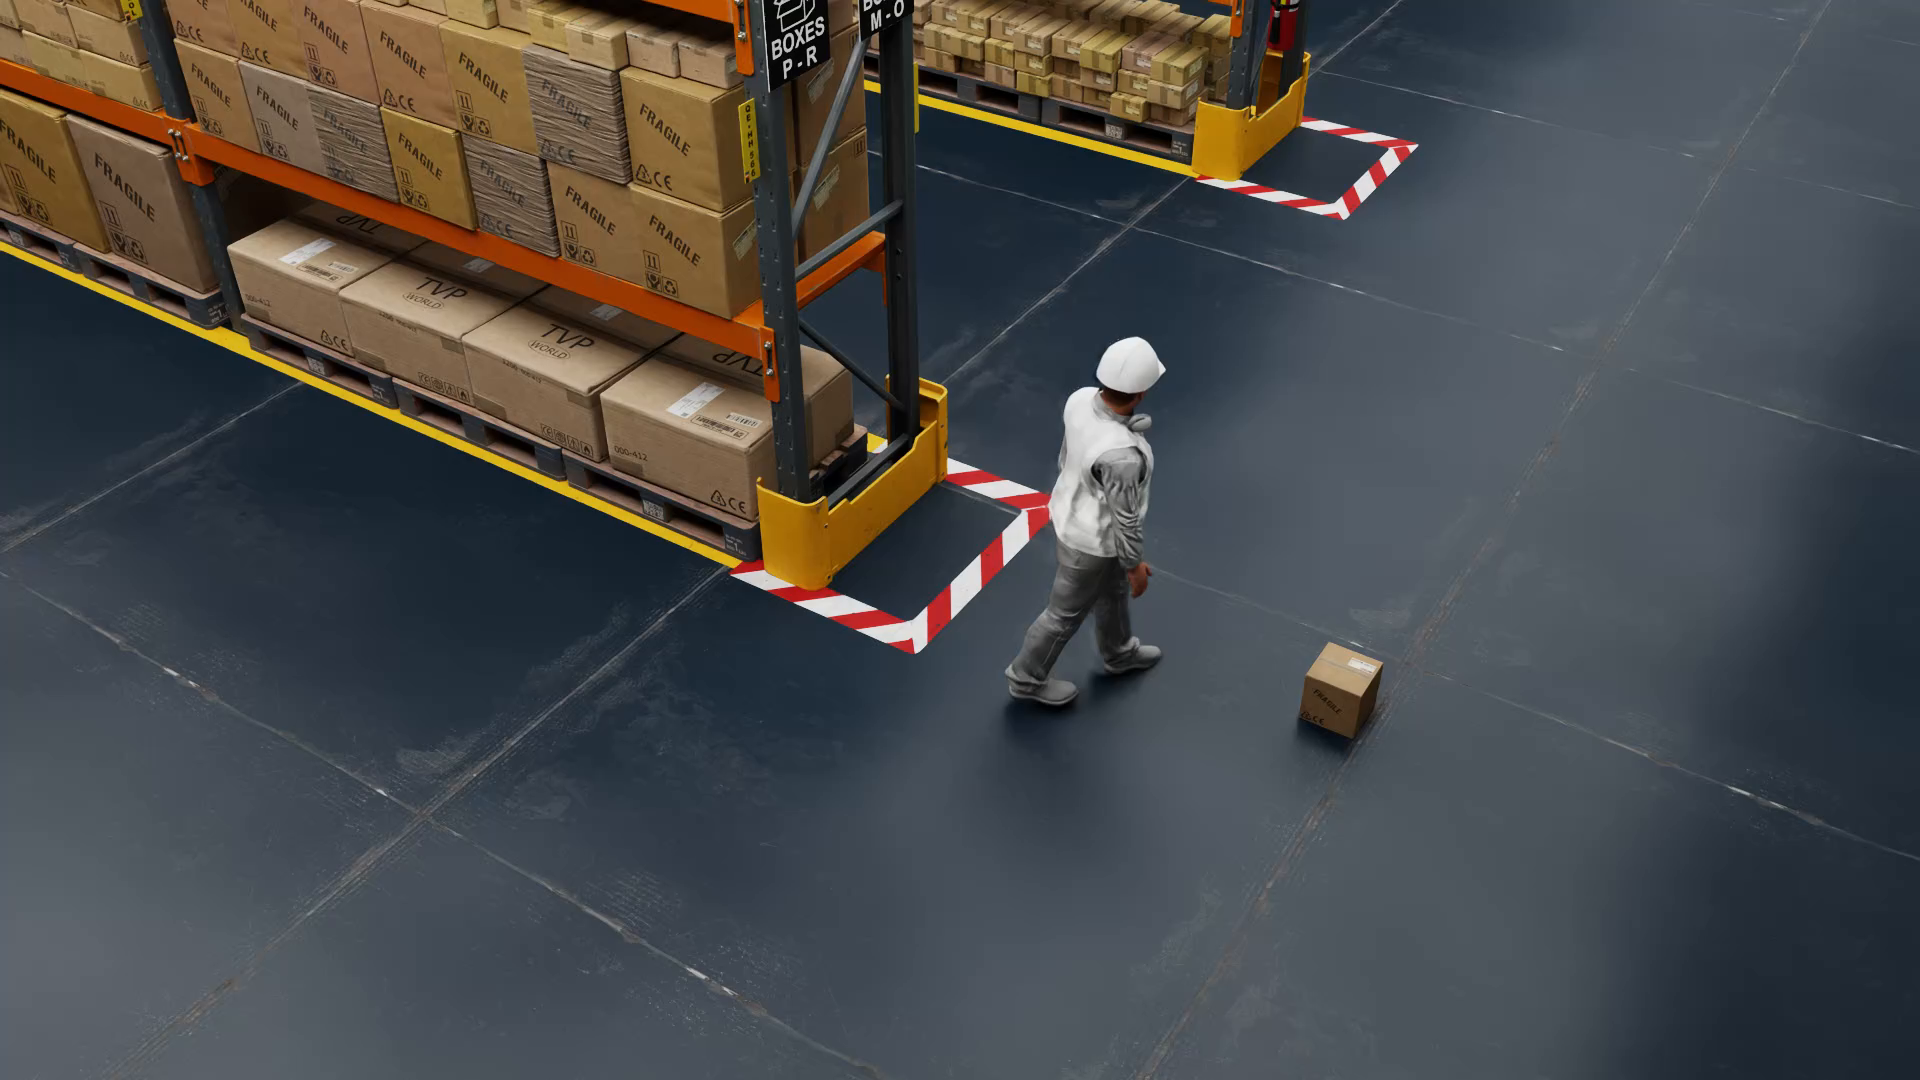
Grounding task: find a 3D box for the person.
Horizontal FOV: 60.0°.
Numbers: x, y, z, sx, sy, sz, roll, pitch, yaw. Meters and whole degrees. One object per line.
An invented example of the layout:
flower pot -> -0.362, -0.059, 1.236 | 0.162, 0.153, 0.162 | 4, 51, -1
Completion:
person -> 0.558, -0.033, 6.704 | 0.741, 1.781, 0.551 | -5, 38, -6
